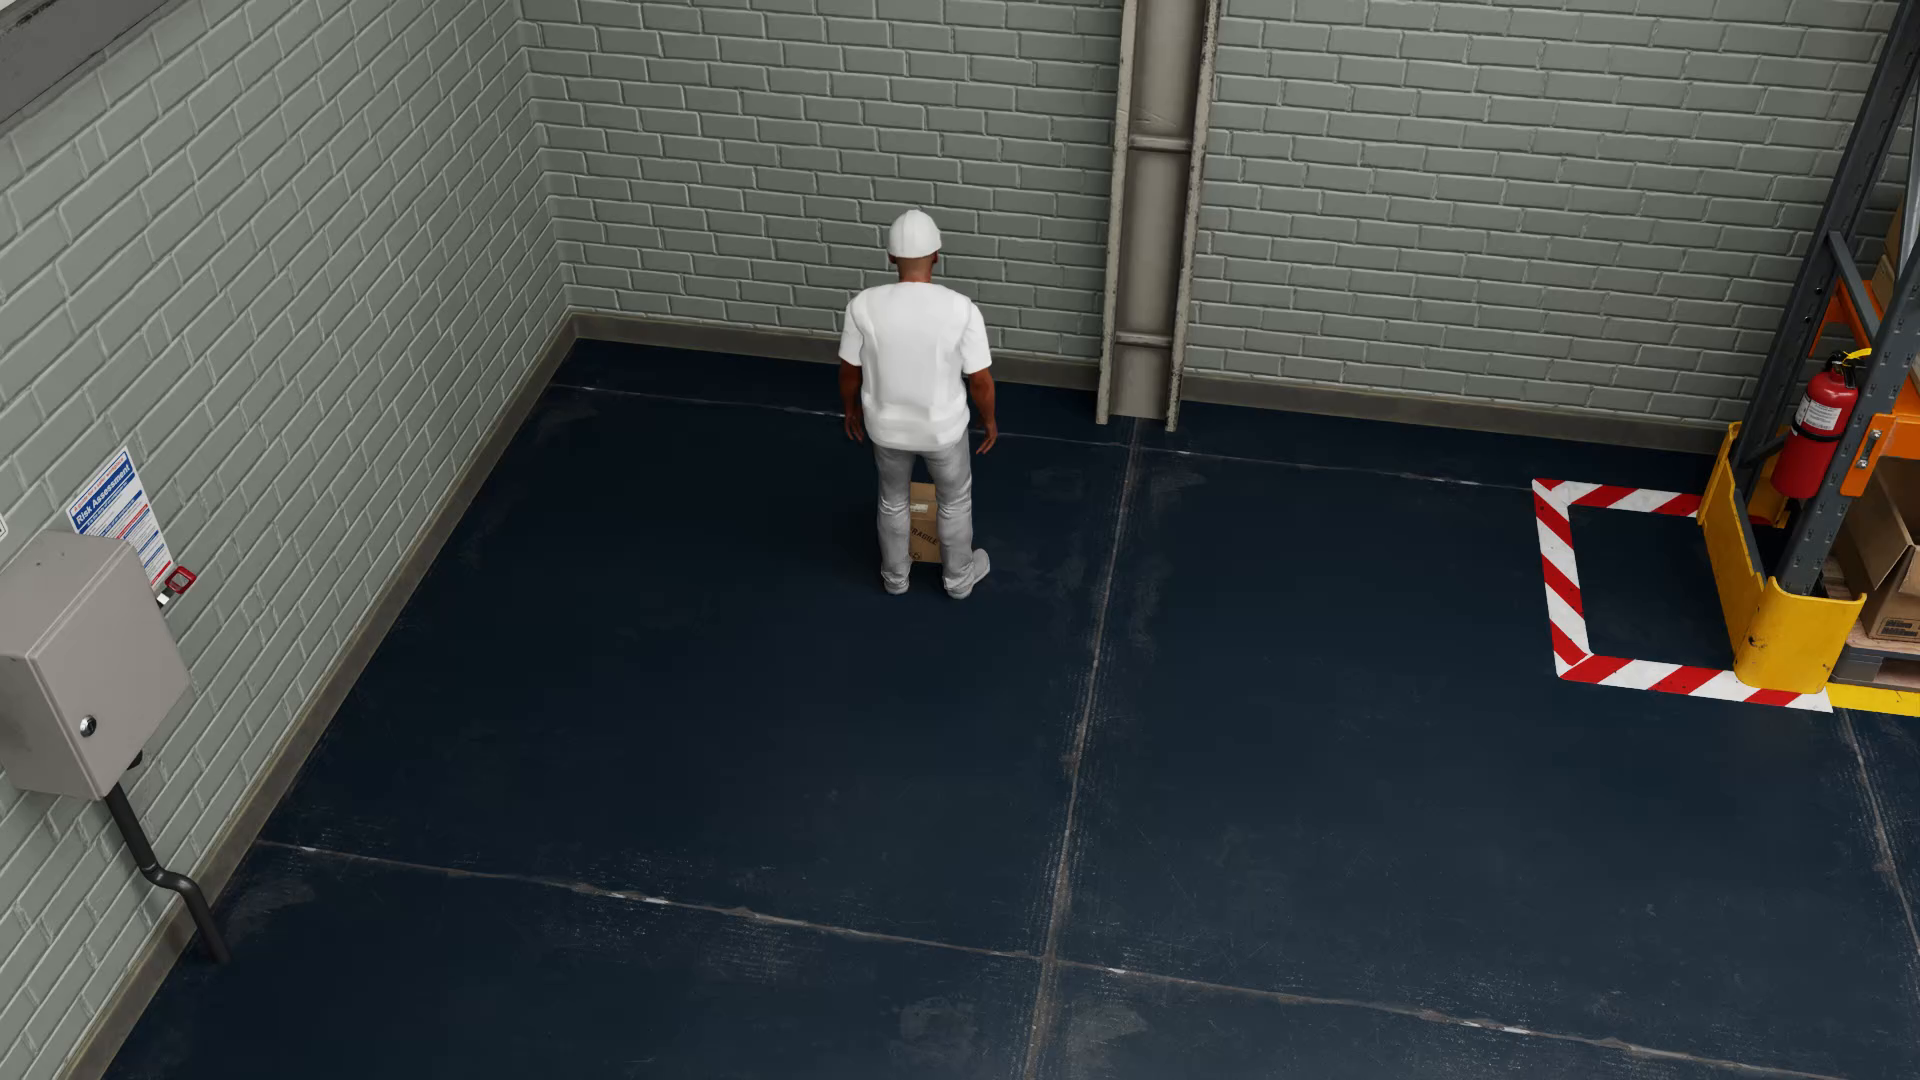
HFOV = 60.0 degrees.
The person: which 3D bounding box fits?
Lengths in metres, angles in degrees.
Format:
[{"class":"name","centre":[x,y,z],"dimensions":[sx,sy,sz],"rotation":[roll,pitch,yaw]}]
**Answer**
[{"class":"person","centre":[-0.163,-0.508,6.741],"dimensions":[0.634,1.760,0.463],"rotation":[6,41,7]}]
